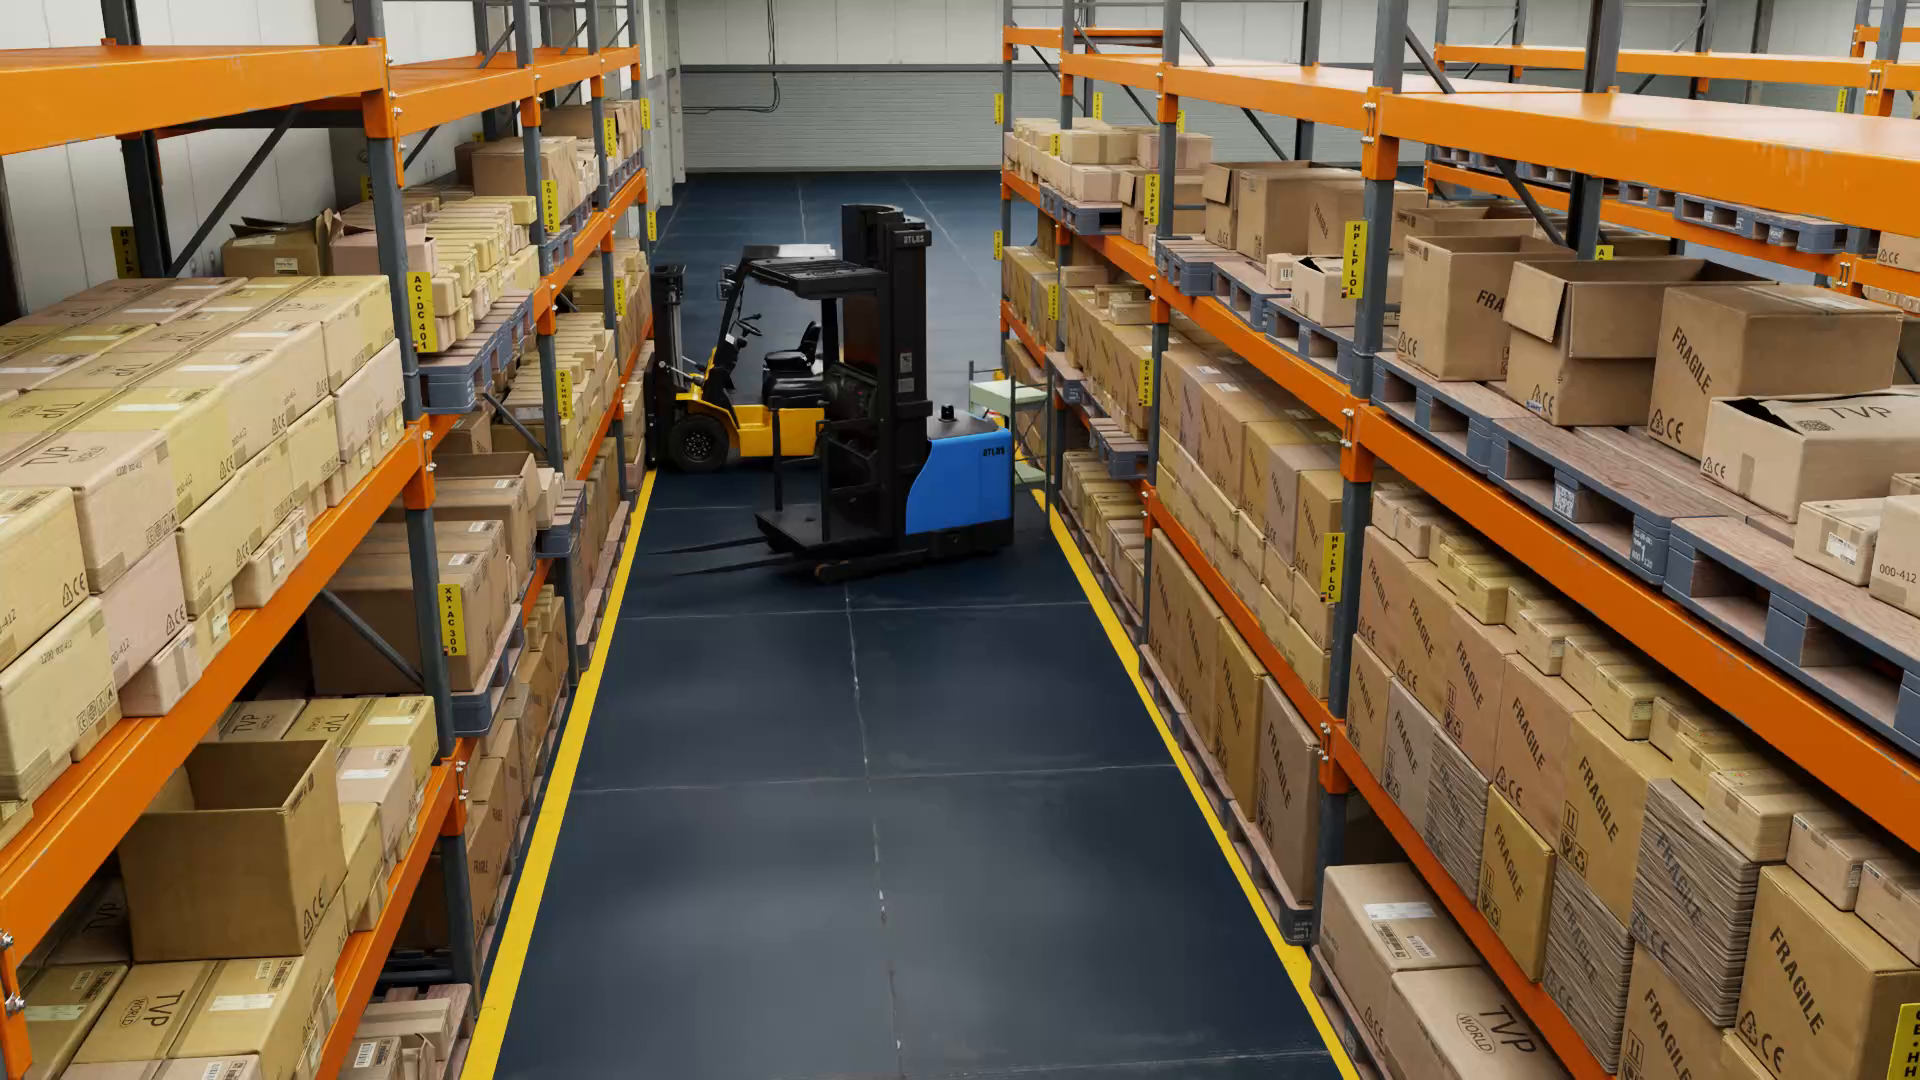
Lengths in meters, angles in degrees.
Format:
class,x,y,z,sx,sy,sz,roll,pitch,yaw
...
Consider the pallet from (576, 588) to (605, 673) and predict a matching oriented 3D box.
class,x,y,z,sx,sy,sz,roll,pitch,yaw
pallet,-3.180,0.667,12.201,1.003,0.211,1.213,-2,18,-6

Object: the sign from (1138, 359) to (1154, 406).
class,x,y,z,sx,sy,sz,roll,pitch,yaw
sign,1.264,-1.067,11.267,0.100,0.325,0.005,-2,18,-6

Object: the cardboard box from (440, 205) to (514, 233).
class,x,y,z,sx,sy,sz,roll,pitch,yaw
cardboard box,-2.805,-1.856,9.663,0.380,0.149,0.250,-2,18,-7

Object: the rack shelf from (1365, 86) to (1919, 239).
class,x,y,z,sx,sy,sz,roll,pitch,yaw
rack shelf,2.421,-1.112,5.066,1.077,0.370,4.000,-2,18,-6

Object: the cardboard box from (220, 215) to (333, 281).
class,x,y,z,sx,sy,sz,roll,pitch,yaw
cardboard box,-2.821,-1.214,6.890,0.396,0.266,0.258,-2,18,-6

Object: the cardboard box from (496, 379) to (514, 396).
class,x,y,z,sx,sy,sz,roll,pitch,yaw
cardboard box,-3.560,-1.011,12.306,0.500,0.250,0.500,-2,18,-6

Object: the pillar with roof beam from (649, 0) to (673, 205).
class,x,y,z,sx,sy,sz,roll,pitch,yaw
pillar with roof beam,-2.977,-12.711,40.142,9.100,9.000,0.400,-2,18,-6

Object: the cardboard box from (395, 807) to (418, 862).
class,x,y,z,sx,sy,sz,roll,pitch,yaw
cardboard box,-2.338,1.135,6.473,0.380,0.149,0.250,-1,17,-4

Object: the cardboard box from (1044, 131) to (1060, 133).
class,x,y,z,sx,sy,sz,roll,pitch,yaw
cardboard box,1.017,-3.853,16.022,0.380,0.149,0.250,-2,18,-7

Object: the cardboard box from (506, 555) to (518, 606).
class,x,y,z,sx,sy,sz,roll,pitch,yaw
cardboard box,-2.483,0.212,8.516,0.396,0.266,0.258,-1,17,-3

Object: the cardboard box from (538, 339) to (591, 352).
class,x,y,z,sx,sy,sz,roll,pitch,yaw
cardboard box,-3.129,-1.492,13.170,0.380,0.149,0.250,-2,18,-5

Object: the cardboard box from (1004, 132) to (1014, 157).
class,x,y,z,sx,sy,sz,roll,pitch,yaw
cardboard box,0.764,-4.299,18.108,0.500,0.250,0.500,-2,18,-7

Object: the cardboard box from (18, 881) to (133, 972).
class,x,y,z,sx,sy,sz,roll,pitch,yaw
cardboard box,-2.773,1.310,5.251,0.500,0.250,0.500,-2,18,-6

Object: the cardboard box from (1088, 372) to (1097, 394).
class,x,y,z,sx,sy,sz,roll,pitch,yaw
cardboard box,1.240,-1.280,13.466,0.380,0.149,0.250,-1,17,-4

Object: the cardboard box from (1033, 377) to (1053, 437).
class,x,y,z,sx,sy,sz,roll,pitch,yaw
cardboard box,1.008,-1.329,16.541,0.500,0.500,0.500,-1,17,-5

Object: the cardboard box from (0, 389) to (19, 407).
class,x,y,z,sx,sy,sz,roll,pitch,yaw
cardboard box,-2.749,-0.206,4.236,0.500,0.250,0.500,-2,18,-5

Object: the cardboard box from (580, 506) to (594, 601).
class,x,y,z,sx,sy,sz,roll,pitch,yaw
cardboard box,-3.260,0.135,12.504,0.875,0.625,0.625,-1,17,-4

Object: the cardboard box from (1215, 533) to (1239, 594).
class,x,y,z,sx,sy,sz,roll,pitch,yaw
cardboard box,1.776,0.109,9.572,0.500,0.250,0.500,-2,18,-6

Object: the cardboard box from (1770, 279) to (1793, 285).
class,x,y,z,sx,sy,sz,roll,pitch,yaw
cardboard box,6.518,-1.869,13.787,0.700,0.500,0.500,-2,18,-6

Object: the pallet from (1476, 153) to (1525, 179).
class,x,y,z,sx,sy,sz,roll,pitch,yaw
pallet,6.107,-3.942,17.366,1.003,0.211,1.213,-2,18,-6

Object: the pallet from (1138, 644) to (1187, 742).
class,x,y,z,sx,sy,sz,roll,pitch,yaw
pallet,1.809,0.996,11.153,1.003,0.211,1.213,-2,18,-6

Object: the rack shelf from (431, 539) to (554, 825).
class,x,y,z,sx,sy,sz,roll,pitch,yaw
rack shelf,-2.928,0.522,9.208,1.077,0.370,4.000,-2,18,-6

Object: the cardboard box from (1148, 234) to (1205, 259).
class,x,y,z,sx,sy,sz,roll,pitch,yaw
cardboard box,1.528,-2.044,11.592,0.380,0.149,0.250,-2,18,-6

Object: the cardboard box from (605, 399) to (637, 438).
class,x,y,z,sx,sy,sz,roll,pitch,yaw
cardboard box,-3.285,-1.128,15.484,0.500,0.250,0.500,-2,18,-6

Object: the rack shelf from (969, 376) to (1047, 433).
class,x,y,z,sx,sy,sz,roll,pitch,yaw
rack shelf,0.437,-1.171,14.601,0.431,0.370,0.720,-9,20,-27

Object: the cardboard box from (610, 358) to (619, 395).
class,x,y,z,sx,sy,sz,roll,pitch,yaw
cardboard box,-3.235,-1.395,14.364,0.500,0.250,0.500,-1,17,-4

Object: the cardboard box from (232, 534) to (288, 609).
class,x,y,z,sx,sy,sz,roll,pitch,yaw
cardboard box,-2.172,0.093,4.785,0.380,0.149,0.250,-2,18,-6

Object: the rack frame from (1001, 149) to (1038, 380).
class,x,y,z,sx,sy,sz,roll,pitch,yaw
rack frame,0.977,-2.955,19.082,1.000,3.000,0.127,-2,18,-6

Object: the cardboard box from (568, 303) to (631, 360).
class,x,y,z,sx,sy,sz,roll,pitch,yaw
cardboard box,-3.403,-1.952,15.719,0.500,0.500,0.500,-1,17,-5

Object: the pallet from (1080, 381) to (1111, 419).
class,x,y,z,sx,sy,sz,roll,pitch,yaw
pallet,1.558,-1.069,13.394,1.003,0.211,1.213,-2,18,-6

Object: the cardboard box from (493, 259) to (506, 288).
class,x,y,z,sx,sy,sz,roll,pitch,yaw
cardboard box,-2.541,-1.343,8.492,0.380,0.149,0.250,-1,17,-4

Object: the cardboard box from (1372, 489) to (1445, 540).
class,x,y,z,sx,sy,sz,roll,pitch,yaw
cardboard box,1.990,-0.112,7.107,0.380,0.149,0.250,-2,18,-6

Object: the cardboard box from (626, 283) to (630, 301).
class,x,y,z,sx,sy,sz,roll,pitch,yaw
cardboard box,-3.378,-2.377,15.991,0.380,0.149,0.250,-2,18,-6

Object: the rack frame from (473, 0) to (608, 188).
class,x,y,z,sx,sy,sz,roll,pitch,yaw
rack frame,-3.547,-4.471,13.896,1.000,3.000,0.127,-2,18,-6

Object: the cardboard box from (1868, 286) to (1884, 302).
class,x,y,z,sx,sy,sz,roll,pitch,yaw
cardboard box,10.691,-2.825,19.088,0.380,0.149,0.250,-2,18,-6

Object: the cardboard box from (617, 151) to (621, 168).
class,x,y,z,sx,sy,sz,roll,pitch,yaw
cardboard box,-3.370,-3.540,15.490,0.380,0.149,0.250,-1,17,-4

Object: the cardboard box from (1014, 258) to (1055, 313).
class,x,y,z,sx,sy,sz,roll,pitch,yaw
cardboard box,0.861,-2.689,17.571,0.500,0.500,0.500,-2,18,-7

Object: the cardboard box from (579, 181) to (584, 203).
class,x,y,z,sx,sy,sz,roll,pitch,yaw
cardboard box,-3.052,-2.620,12.559,0.380,0.149,0.250,-2,18,-6

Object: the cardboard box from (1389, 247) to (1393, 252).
class,x,y,z,sx,sy,sz,roll,pitch,yaw
cardboard box,2.375,-1.503,8.971,0.396,0.266,0.258,0,17,-1

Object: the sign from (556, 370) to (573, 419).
class,x,y,z,sx,sy,sz,roll,pitch,yaw
sign,-2.595,-0.952,10.899,0.100,0.325,0.005,-2,18,-6

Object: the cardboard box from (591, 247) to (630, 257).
class,x,y,z,sx,sy,sz,roll,pitch,yaw
cardboard box,-3.651,-2.974,17.394,0.380,0.149,0.250,-2,18,-5

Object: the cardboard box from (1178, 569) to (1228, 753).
class,x,y,z,sx,sy,sz,roll,pitch,yaw
cardboard box,1.879,0.716,10.235,0.875,0.875,0.875,-2,17,-5

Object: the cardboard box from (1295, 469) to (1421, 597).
class,x,y,z,sx,sy,sz,roll,pitch,yaw
cardboard box,1.919,-0.030,7.929,0.500,0.500,0.500,-1,17,-4

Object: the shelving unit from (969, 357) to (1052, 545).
class,x,y,z,sx,sy,sz,roll,pitch,yaw
shelving unit,0.437,-0.799,14.718,0.431,1.500,0.755,-9,20,-27

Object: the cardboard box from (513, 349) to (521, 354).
class,x,y,z,sx,sy,sz,roll,pitch,yaw
cardboard box,-3.613,-1.399,12.876,0.380,0.149,0.250,-2,18,-5

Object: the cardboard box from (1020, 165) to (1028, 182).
class,x,y,z,sx,sy,sz,roll,pitch,yaw
cardboard box,0.826,-3.773,17.098,0.380,0.149,0.250,-2,17,-5

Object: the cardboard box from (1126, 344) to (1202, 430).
class,x,y,z,sx,sy,sz,roll,pitch,yaw
cardboard box,1.479,-1.089,11.772,0.500,0.500,0.500,-2,18,-7

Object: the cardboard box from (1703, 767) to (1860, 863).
class,x,y,z,sx,sy,sz,roll,pitch,yaw
cardboard box,2.231,0.728,4.433,0.380,0.149,0.250,-2,18,-6

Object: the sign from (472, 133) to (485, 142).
class,x,y,z,sx,sy,sz,roll,pitch,yaw
sign,-4.099,-3.307,14.200,0.100,0.325,0.005,-2,18,-6

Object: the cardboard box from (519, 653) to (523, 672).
class,x,y,z,sx,sy,sz,roll,pitch,yaw
cardboard box,-2.781,0.719,9.767,0.380,0.149,0.250,-2,18,-6

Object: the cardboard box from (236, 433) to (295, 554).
class,x,y,z,sx,sy,sz,roll,pitch,yaw
cardboard box,-2.273,-0.133,4.839,0.500,0.250,0.500,-2,18,-7

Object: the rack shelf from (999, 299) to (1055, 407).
class,x,y,z,sx,sy,sz,roll,pitch,yaw
rack shelf,1.184,-2.016,17.292,1.077,0.370,4.000,-2,18,-6

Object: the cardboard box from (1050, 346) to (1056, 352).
class,x,y,z,sx,sy,sz,roll,pitch,yaw
cardboard box,1.054,-1.730,15.599,0.380,0.149,0.250,-2,18,-6

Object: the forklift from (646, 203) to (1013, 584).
class,x,y,z,sx,sy,sz,roll,pitch,yaw
forklift,-1.087,-1.217,13.661,3.031,2.935,1.130,-9,20,-27

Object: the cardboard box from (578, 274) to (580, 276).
class,x,y,z,sx,sy,sz,roll,pitch,yaw
cardboard box,-4.107,-2.820,17.401,0.380,0.149,0.250,-2,18,-8

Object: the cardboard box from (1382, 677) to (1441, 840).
class,x,y,z,sx,sy,sz,roll,pitch,yaw
cardboard box,2.051,0.870,6.730,0.500,0.500,0.500,-2,18,-5

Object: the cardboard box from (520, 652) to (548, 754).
class,x,y,z,sx,sy,sz,roll,pitch,yaw
cardboard box,-2.779,1.000,9.957,0.500,0.500,0.500,-1,17,-3
